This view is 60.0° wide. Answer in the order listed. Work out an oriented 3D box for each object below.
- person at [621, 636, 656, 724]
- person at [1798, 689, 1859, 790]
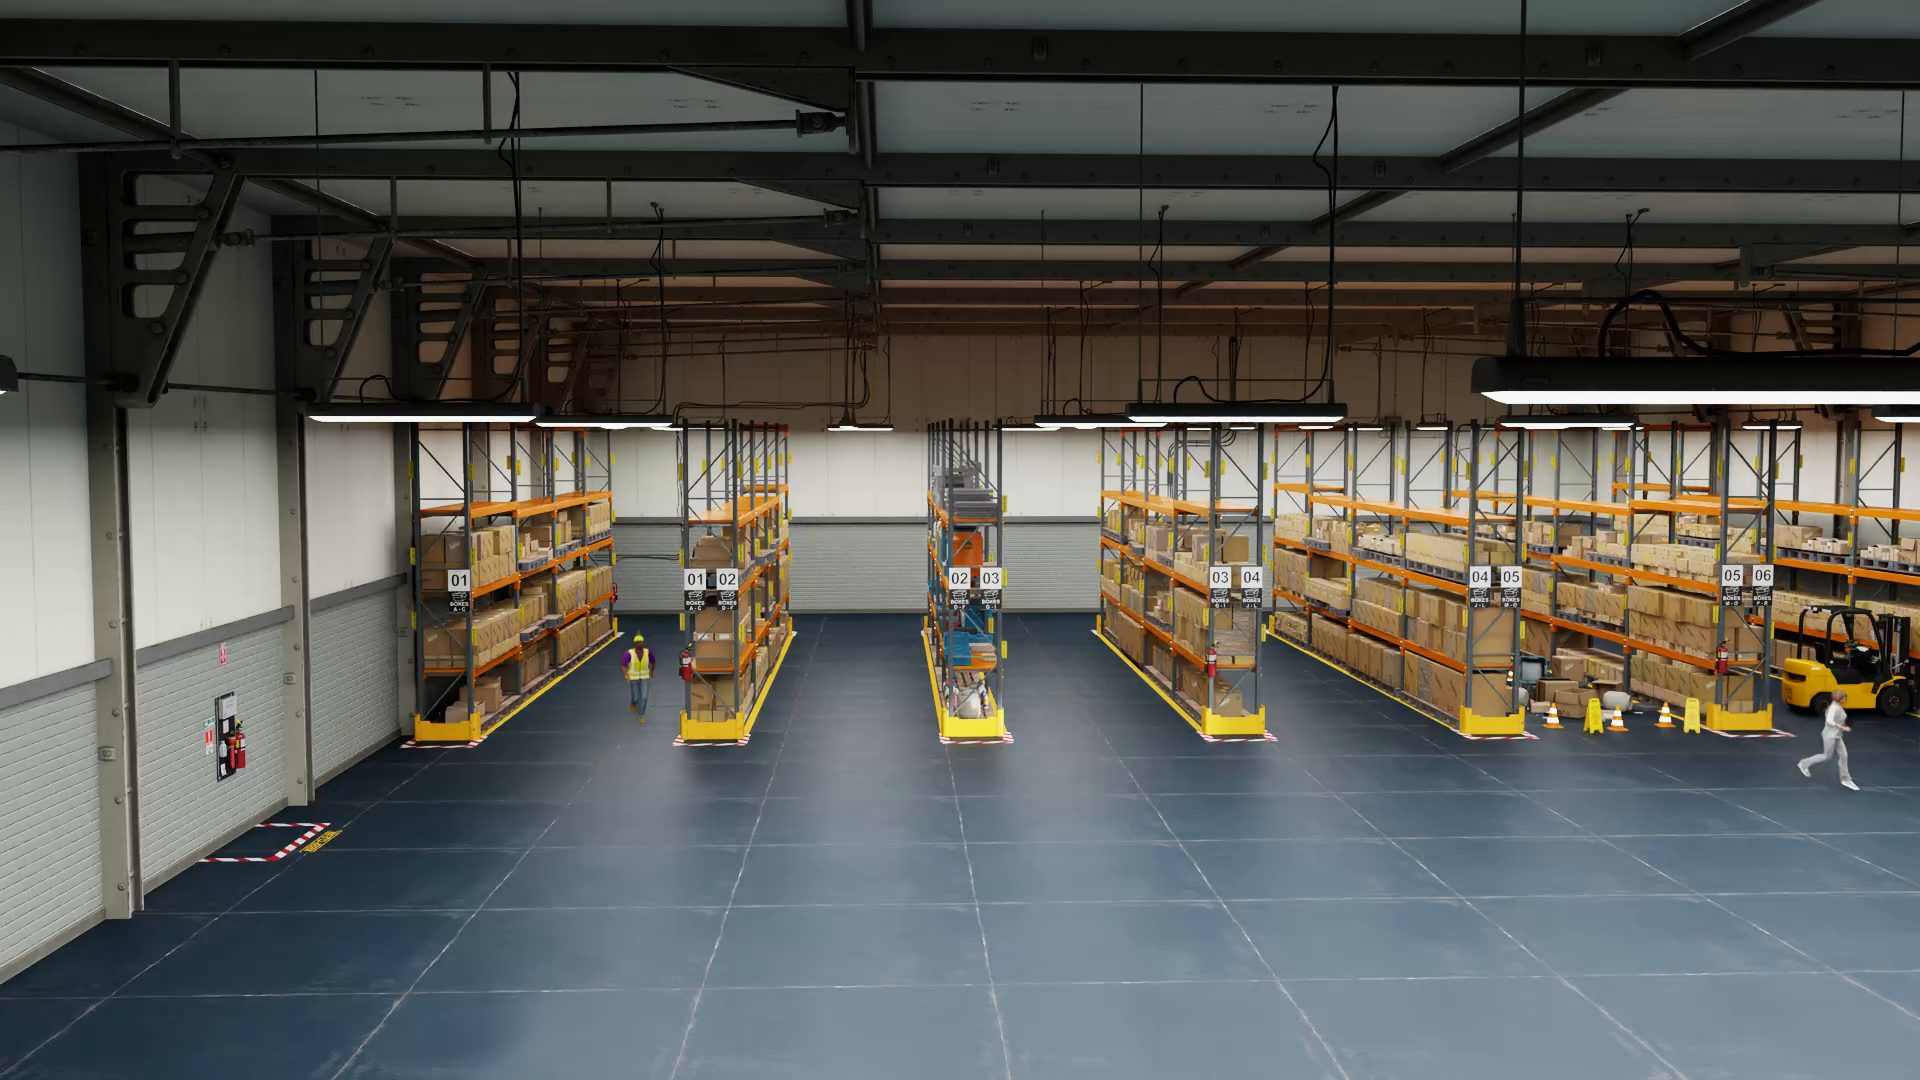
[{"bbox_3d":[-6.379,2.758,33.066,0.710,1.737,0.654,-1,4,-19],"label":"person"},{"bbox_3d":[14.119,3.201,26.980,0.918,1.591,0.564,3,5,40],"label":"person"}]
